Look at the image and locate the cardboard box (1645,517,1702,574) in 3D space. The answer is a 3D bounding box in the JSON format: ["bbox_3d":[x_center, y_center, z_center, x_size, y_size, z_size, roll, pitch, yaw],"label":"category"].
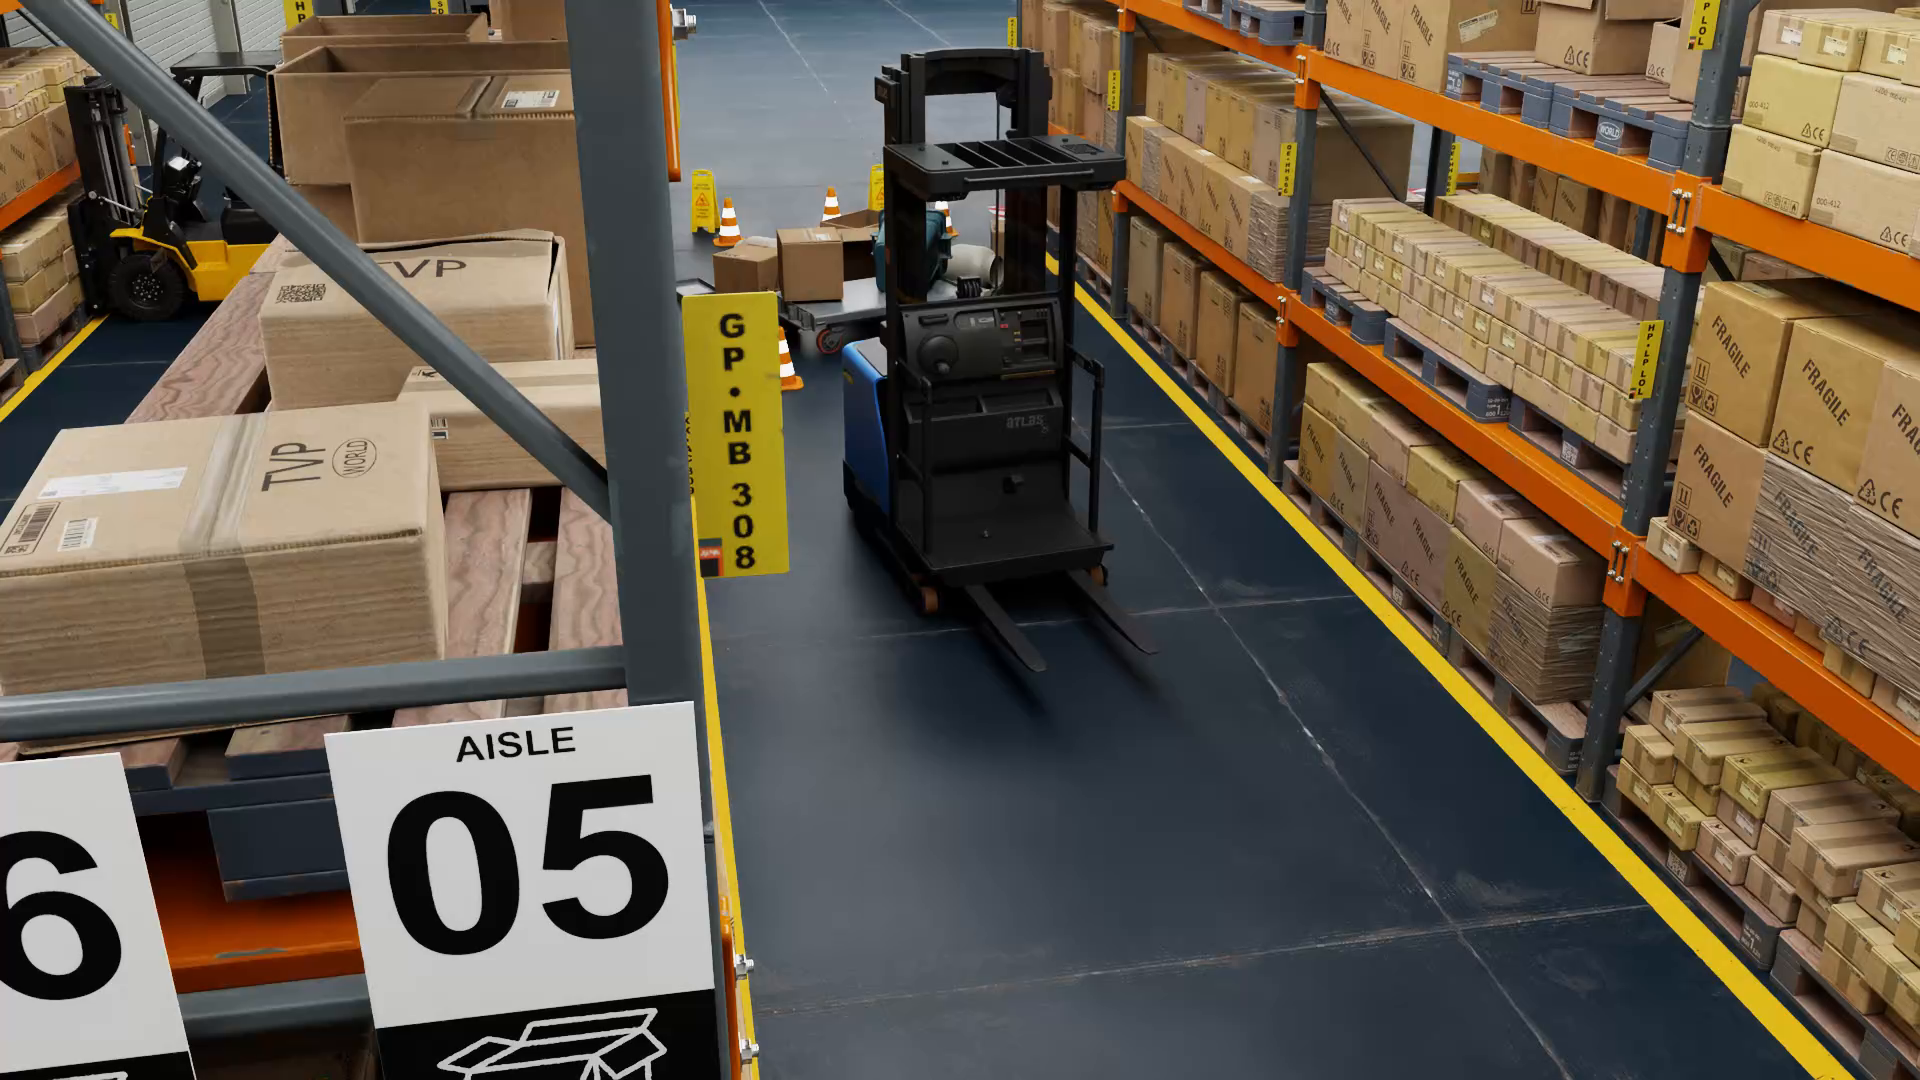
[{"bbox_3d":[3.048,0.012,6.789,0.380,0.149,0.250,-3,24,-8],"label":"cardboard box"}]

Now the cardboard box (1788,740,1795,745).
[{"bbox_3d":[3.688,0.839,7.246,0.380,0.149,0.250,-4,24,-9],"label":"cardboard box"}]

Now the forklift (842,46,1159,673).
[{"bbox_3d":[0.203,-1.104,9.117,1.130,2.935,3.031,-8,25,-17],"label":"forklift"}]

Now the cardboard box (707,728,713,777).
[{"bbox_3d":[-0.803,0.622,3.704,0.500,0.500,0.500,-4,24,-10],"label":"cardboard box"}]

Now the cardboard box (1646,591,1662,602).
[{"bbox_3d":[3.440,0.060,8.025,0.500,0.250,0.500,-5,24,-12],"label":"cardboard box"}]

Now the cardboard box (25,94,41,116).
[{"bbox_3d":[-7.895,-3.604,13.819,0.380,0.149,0.250,-5,24,-11],"label":"cardboard box"}]

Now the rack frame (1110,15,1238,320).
[{"bbox_3d":[1.838,-3.385,14.254,1.000,3.000,0.127,-4,24,-10],"label":"rack frame"}]

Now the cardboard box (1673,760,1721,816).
[{"bbox_3d":[3.205,0.998,6.883,0.380,0.149,0.250,-4,24,-9],"label":"cardboard box"}]

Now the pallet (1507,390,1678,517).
[{"bbox_3d":[3.319,-0.462,7.800,1.003,0.211,1.213,-4,24,-10],"label":"pallet"}]

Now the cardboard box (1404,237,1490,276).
[{"bbox_3d":[2.666,-1.553,9.104,0.380,0.149,0.250,-3,24,-7],"label":"cardboard box"}]

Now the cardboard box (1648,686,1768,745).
[{"bbox_3d":[3.177,0.753,7.071,0.380,0.149,0.250,-3,24,-8],"label":"cardboard box"}]

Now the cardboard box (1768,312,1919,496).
[{"bbox_3d":[3.272,-0.481,5.857,0.500,0.500,0.500,-5,24,-11],"label":"cardboard box"}]

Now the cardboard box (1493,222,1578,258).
[{"bbox_3d":[3.264,-1.697,9.433,0.380,0.149,0.250,-4,24,-8],"label":"cardboard box"}]

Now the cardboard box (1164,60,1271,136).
[{"bbox_3d":[2.032,-3.492,13.125,0.700,0.500,0.500,-5,24,-11],"label":"cardboard box"}]

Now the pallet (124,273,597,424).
[{"bbox_3d":[-1.166,-0.365,3.702,1.003,0.211,1.213,-4,24,-10],"label":"pallet"}]

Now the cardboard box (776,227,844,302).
[{"bbox_3d":[-1.265,-2.324,14.001,0.500,0.500,0.500,-4,24,-10],"label":"cardboard box"}]

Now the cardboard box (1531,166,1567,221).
[{"bbox_3d":[6.331,-3.606,17.357,0.500,0.500,0.500,-2,24,-5],"label":"cardboard box"}]

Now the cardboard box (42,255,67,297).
[{"bbox_3d":[-7.767,-2.183,13.787,0.500,0.250,0.500,-4,24,-10],"label":"cardboard box"}]

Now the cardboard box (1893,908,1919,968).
[{"bbox_3d":[3.441,1.370,5.659,0.380,0.149,0.250,-4,24,-9],"label":"cardboard box"}]

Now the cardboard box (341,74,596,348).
[{"bbox_3d":[-1.015,-0.722,3.633,0.500,0.500,0.500,-4,24,-9],"label":"cardboard box"}]

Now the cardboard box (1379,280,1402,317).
[{"bbox_3d":[2.613,-1.381,9.453,0.380,0.149,0.250,-3,24,-7],"label":"cardboard box"}]

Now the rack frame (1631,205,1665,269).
[{"bbox_3d":[6.731,-3.713,15.003,1.000,3.000,0.127,-4,24,-10],"label":"rack frame"}]

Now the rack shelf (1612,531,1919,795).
[{"bbox_3d":[3.687,0.878,5.392,1.077,0.370,4.000,-4,24,-10],"label":"rack shelf"}]

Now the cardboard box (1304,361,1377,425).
[{"bbox_3d":[2.467,-0.914,10.256,0.500,0.250,0.500,-5,24,-12],"label":"cardboard box"}]

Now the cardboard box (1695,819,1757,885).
[{"bbox_3d":[3.215,1.241,6.698,0.380,0.149,0.250,-4,24,-10],"label":"cardboard box"}]

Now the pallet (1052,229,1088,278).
[{"bbox_3d":[1.545,-2.893,16.611,1.003,0.211,1.213,-4,24,-10],"label":"pallet"}]

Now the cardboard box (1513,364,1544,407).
[{"bbox_3d":[2.910,-0.757,8.024,0.380,0.149,0.250,-6,24,-12],"label":"cardboard box"}]

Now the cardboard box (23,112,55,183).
[{"bbox_3d":[-7.919,-3.253,13.826,0.500,0.500,0.500,-5,24,-10],"label":"cardboard box"}]

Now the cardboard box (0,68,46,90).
[{"bbox_3d":[-8.063,-3.935,14.205,0.380,0.149,0.250,-4,24,-9],"label":"cardboard box"}]

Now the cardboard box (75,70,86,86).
[{"bbox_3d":[-8.222,-4.206,15.198,0.380,0.149,0.250,-4,24,-9],"label":"cardboard box"}]

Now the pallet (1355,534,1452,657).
[{"bbox_3d":[2.943,0.252,9.409,1.003,0.211,1.213,-4,24,-10],"label":"pallet"}]

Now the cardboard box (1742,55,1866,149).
[{"bbox_3d":[3.170,-1.567,5.905,0.500,0.250,0.500,-4,24,-8],"label":"cardboard box"}]

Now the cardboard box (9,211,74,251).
[{"bbox_3d":[-7.855,-2.611,14.143,0.500,0.250,0.500,-3,24,-8],"label":"cardboard box"}]

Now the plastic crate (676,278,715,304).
[{"bbox_3d":[-2.493,-2.320,15.461,0.402,0.080,0.583,-13,27,-28],"label":"plastic crate"}]

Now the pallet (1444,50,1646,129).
[{"bbox_3d":[3.113,-2.186,7.994,1.213,0.211,1.003,-4,24,-10],"label":"pallet"}]

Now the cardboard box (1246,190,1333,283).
[{"bbox_3d":[2.230,-2.015,10.992,0.500,0.500,0.500,-4,24,-10],"label":"cardboard box"}]

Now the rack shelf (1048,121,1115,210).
[{"bbox_3d":[1.468,-3.842,16.199,1.077,0.370,4.000,-4,24,-10],"label":"rack shelf"}]

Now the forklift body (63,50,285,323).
[{"bbox_3d":[-6.482,-3.184,14.853,2.313,2.155,1.214,-4,24,-10],"label":"forklift body"}]

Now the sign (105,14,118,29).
[{"bbox_3d":[-8.090,-4.858,15.882,0.100,0.325,0.005,-4,24,-10],"label":"sign"}]

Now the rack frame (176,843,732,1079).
[{"bbox_3d":[-0.789,1.741,2.517,1.000,3.000,0.127,-4,24,-10],"label":"rack frame"}]

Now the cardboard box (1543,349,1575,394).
[{"bbox_3d":[2.956,-0.796,7.742,0.380,0.149,0.250,-3,24,-7],"label":"cardboard box"}]

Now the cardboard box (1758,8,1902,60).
[{"bbox_3d":[3.133,-1.824,5.996,0.380,0.149,0.250,-5,24,-11],"label":"cardboard box"}]

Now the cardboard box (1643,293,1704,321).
[{"bbox_3d":[3.550,-1.086,8.035,0.380,0.149,0.250,-5,24,-10],"label":"cardboard box"}]

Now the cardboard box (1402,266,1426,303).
[{"bbox_3d":[2.666,-1.412,9.153,0.380,0.149,0.250,-4,24,-10],"label":"cardboard box"}]

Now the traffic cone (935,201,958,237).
[{"bbox_3d":[-0.199,-3.482,17.645,0.336,0.463,0.334,-4,24,-10],"label":"traffic cone"}]

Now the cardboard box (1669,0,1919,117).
[{"bbox_3d":[3.355,-2.009,6.704,0.700,0.500,0.500,-4,24,-10],"label":"cardboard box"}]

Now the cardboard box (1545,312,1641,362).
[{"bbox_3d":[2.955,-0.940,7.699,0.380,0.149,0.250,-5,24,-11],"label":"cardboard box"}]

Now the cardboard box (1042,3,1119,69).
[{"bbox_3d":[1.291,-4.934,16.262,0.875,0.550,0.550,-4,24,-10],"label":"cardboard box"}]

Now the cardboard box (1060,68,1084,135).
[{"bbox_3d":[1.453,-4.235,16.012,0.875,0.550,0.500,-4,24,-10],"label":"cardboard box"}]

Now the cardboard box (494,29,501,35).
[{"bbox_3d":[-2.587,-2.871,9.642,0.380,0.149,0.250,-4,24,-10],"label":"cardboard box"}]

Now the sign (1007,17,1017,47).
[{"bbox_3d":[0.551,-5.353,17.579,0.100,0.325,0.005,-4,24,-10],"label":"sign"}]

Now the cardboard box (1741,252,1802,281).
[{"bbox_3d":[6.997,-2.117,13.922,0.700,0.500,0.500,-6,24,-14],"label":"cardboard box"}]

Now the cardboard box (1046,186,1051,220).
[{"bbox_3d":[1.288,-3.916,17.598,0.875,0.875,0.875,-4,24,-9],"label":"cardboard box"}]

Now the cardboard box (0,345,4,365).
[{"bbox_3d":[-7.778,-1.510,12.403,0.875,0.625,0.625,-3,24,-7],"label":"cardboard box"}]

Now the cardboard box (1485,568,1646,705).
[{"bbox_3d":[2.933,0.442,8.089,0.500,0.500,0.500,-5,24,-11],"label":"cardboard box"}]

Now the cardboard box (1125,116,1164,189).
[{"bbox_3d":[1.670,-3.205,13.715,0.500,0.500,0.500,-4,24,-9],"label":"cardboard box"}]

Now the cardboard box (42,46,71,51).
[{"bbox_3d":[-8.352,-4.538,15.586,0.380,0.149,0.250,-4,24,-10],"label":"cardboard box"}]
